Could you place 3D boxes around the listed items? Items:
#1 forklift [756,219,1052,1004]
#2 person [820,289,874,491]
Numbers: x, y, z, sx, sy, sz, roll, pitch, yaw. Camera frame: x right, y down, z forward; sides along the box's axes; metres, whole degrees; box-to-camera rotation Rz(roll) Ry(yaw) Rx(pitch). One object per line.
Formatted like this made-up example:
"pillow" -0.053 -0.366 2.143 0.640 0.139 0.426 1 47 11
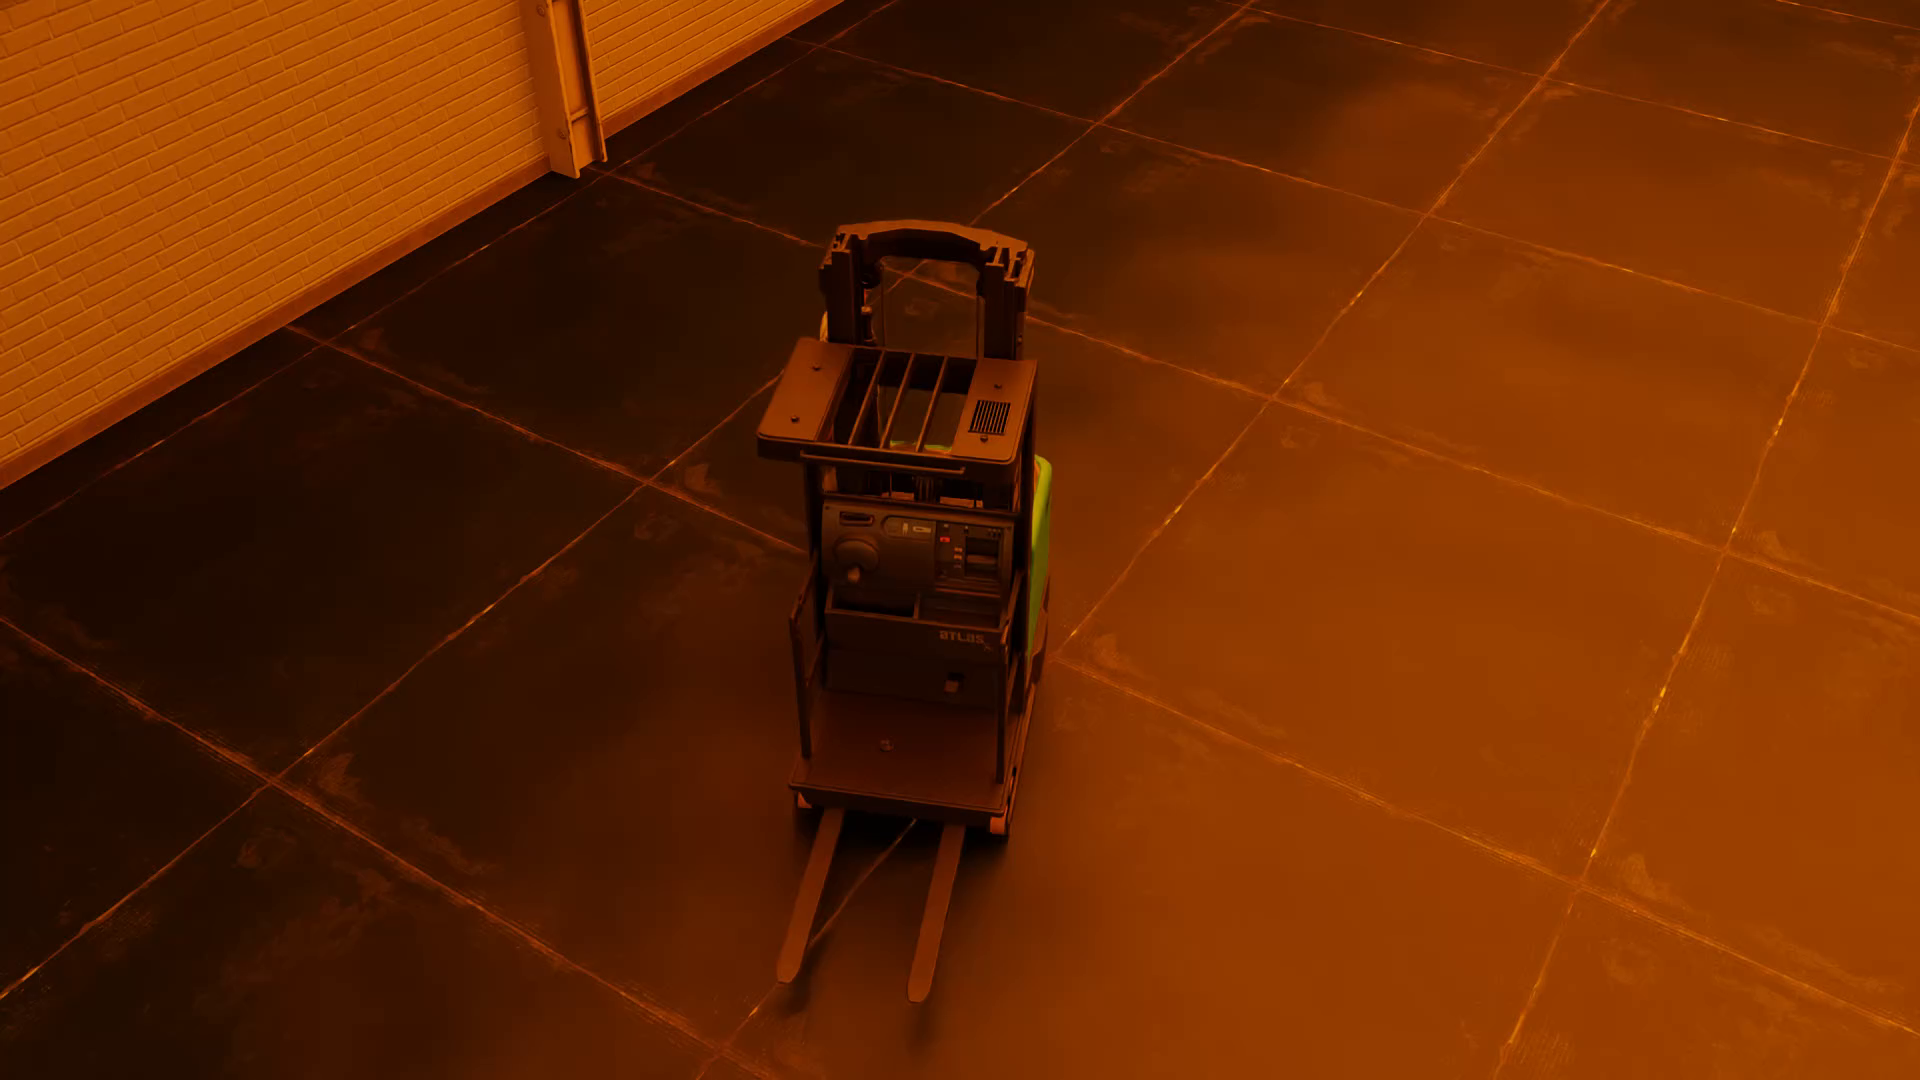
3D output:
"forklift" -0.241 0.125 7.819 1.130 2.935 3.031 6 41 8
"person" -0.739 -0.874 10.050 0.466 1.592 0.817 -1 40 -1
